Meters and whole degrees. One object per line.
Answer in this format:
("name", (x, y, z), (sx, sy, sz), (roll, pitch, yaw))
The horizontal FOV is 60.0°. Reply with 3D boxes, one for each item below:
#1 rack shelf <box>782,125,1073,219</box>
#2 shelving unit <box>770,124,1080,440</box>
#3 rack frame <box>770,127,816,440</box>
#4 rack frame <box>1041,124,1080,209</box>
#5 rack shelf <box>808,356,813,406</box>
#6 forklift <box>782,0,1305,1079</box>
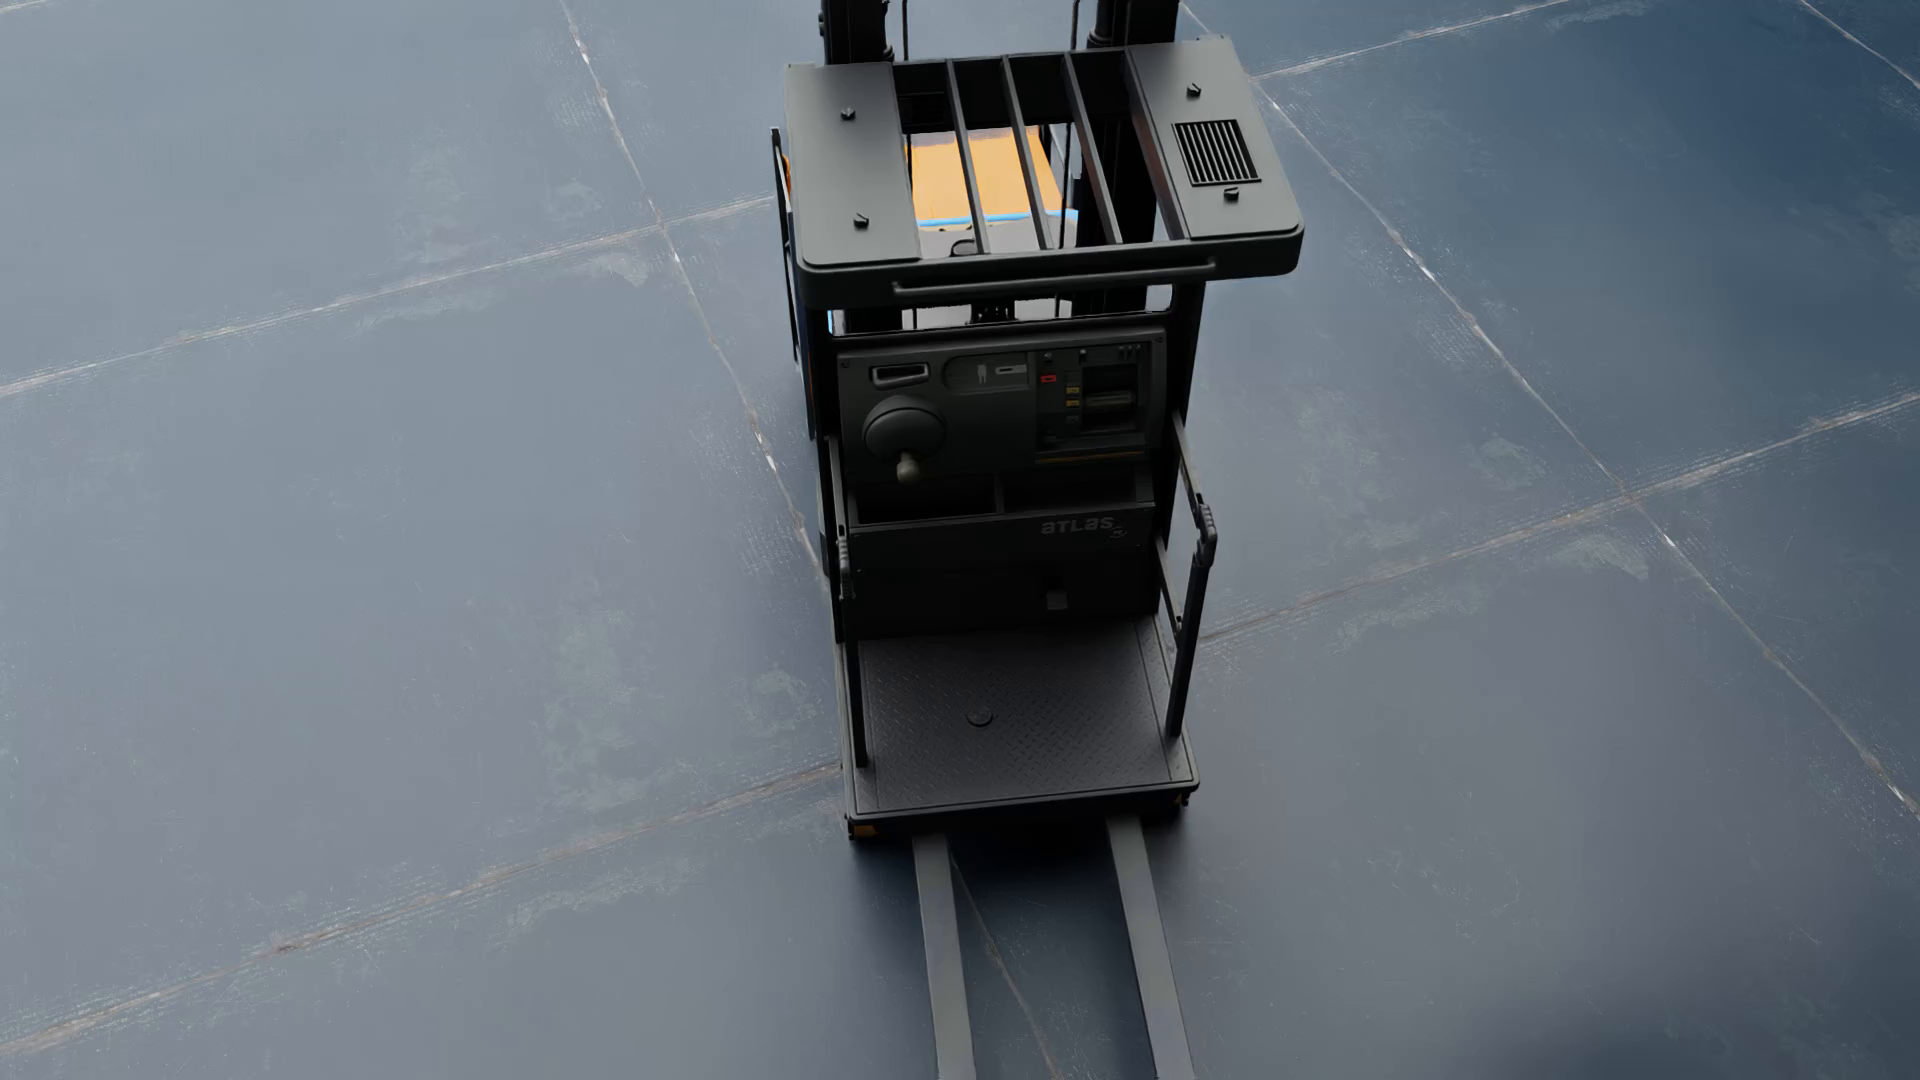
("rack shelf", (-0.130, -1.216, 6.167), (1.000, 0.278, 0.538), (-8, 50, -7))
("shelving unit", (-0.130, -1.026, 6.389), (1.048, 1.125, 0.538), (-8, 50, -7))
("rack frame", (-0.629, -0.952, 6.326), (0.032, 1.125, 0.500), (-8, 50, -7))
("rack frame", (0.369, -1.099, 6.453), (0.032, 1.125, 0.500), (-8, 50, -7))
("rack shelf", (-0.130, -0.866, 6.575), (1.000, 0.278, 0.538), (-8, 50, -7))
("forklift", (0.150, -0.277, 4.556), (1.130, 2.935, 3.031), (-5, 50, -4))
